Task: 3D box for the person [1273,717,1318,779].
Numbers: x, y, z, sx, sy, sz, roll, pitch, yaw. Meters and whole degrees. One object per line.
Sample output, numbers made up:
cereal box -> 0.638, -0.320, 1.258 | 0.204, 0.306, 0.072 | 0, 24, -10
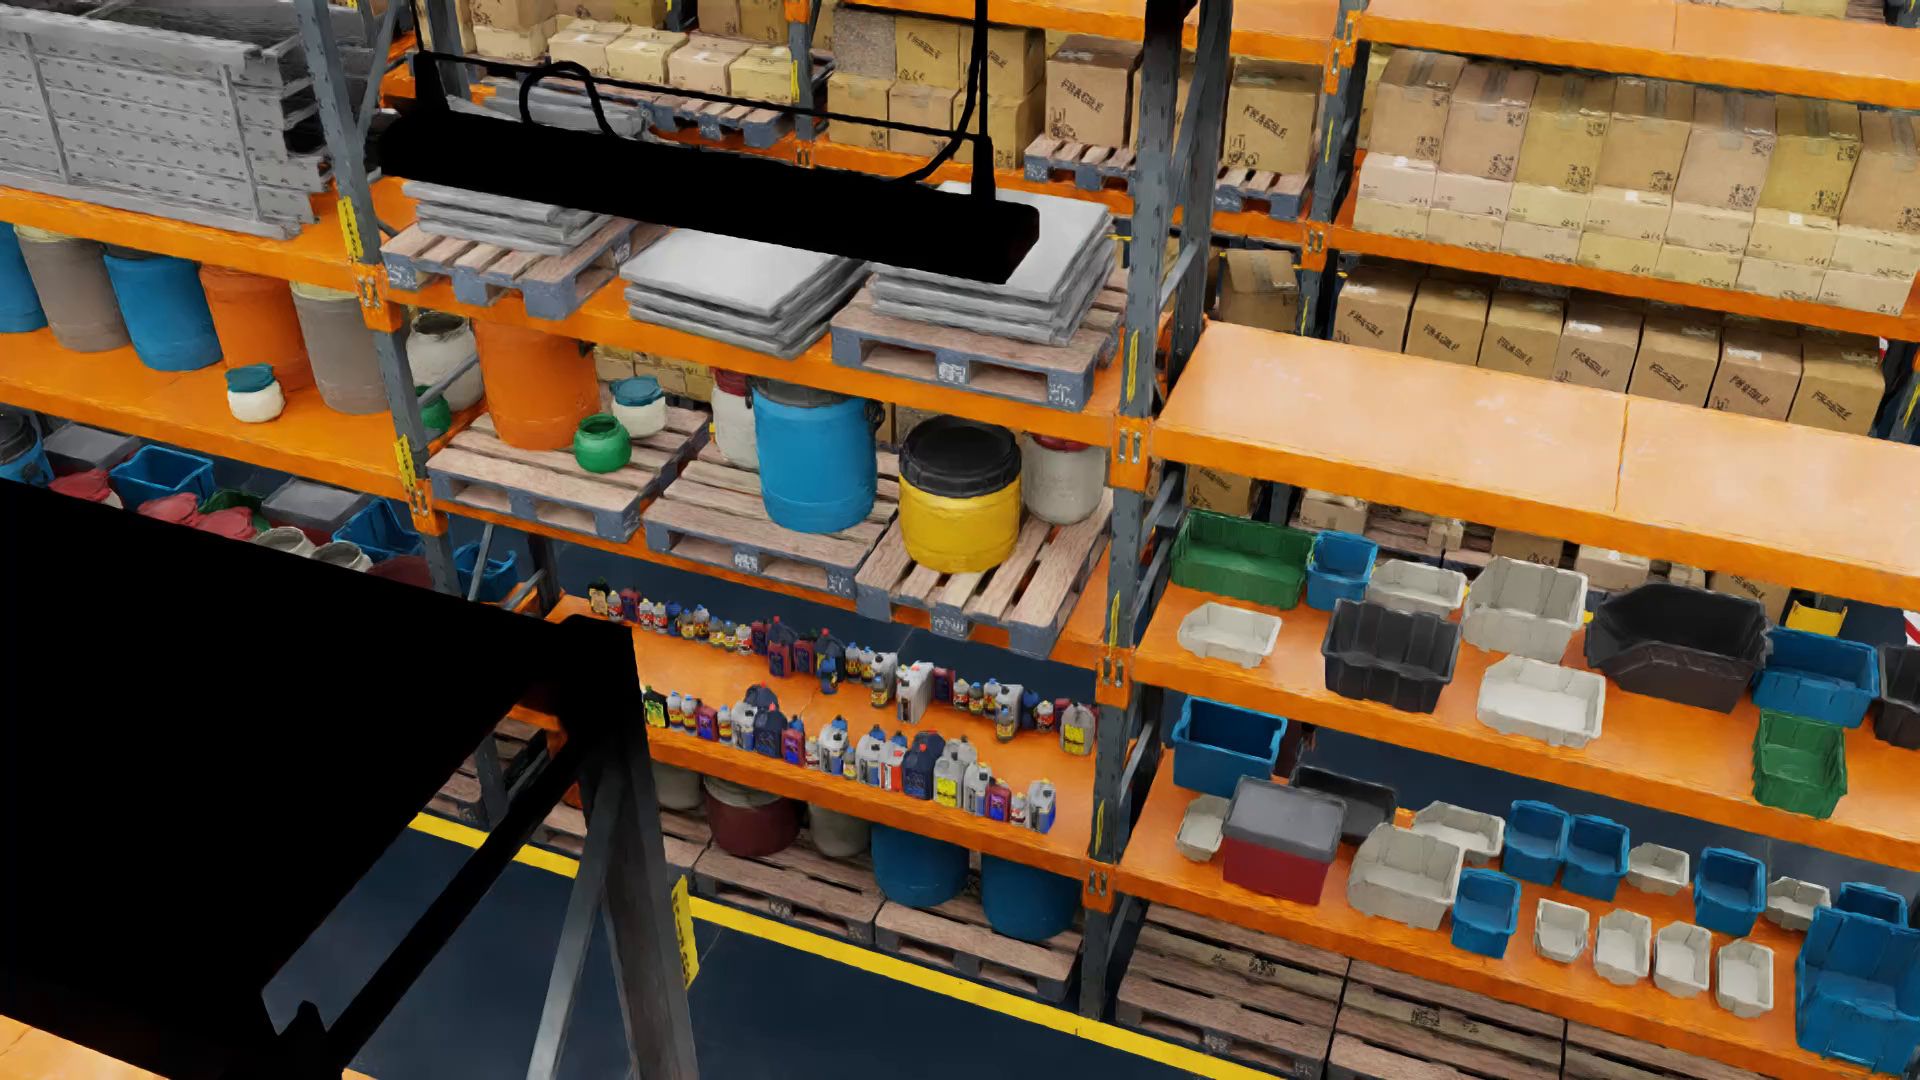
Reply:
person -> 1.923, 1.227, 10.278 | 1.020, 1.746, 0.595 | 27, 44, 31
